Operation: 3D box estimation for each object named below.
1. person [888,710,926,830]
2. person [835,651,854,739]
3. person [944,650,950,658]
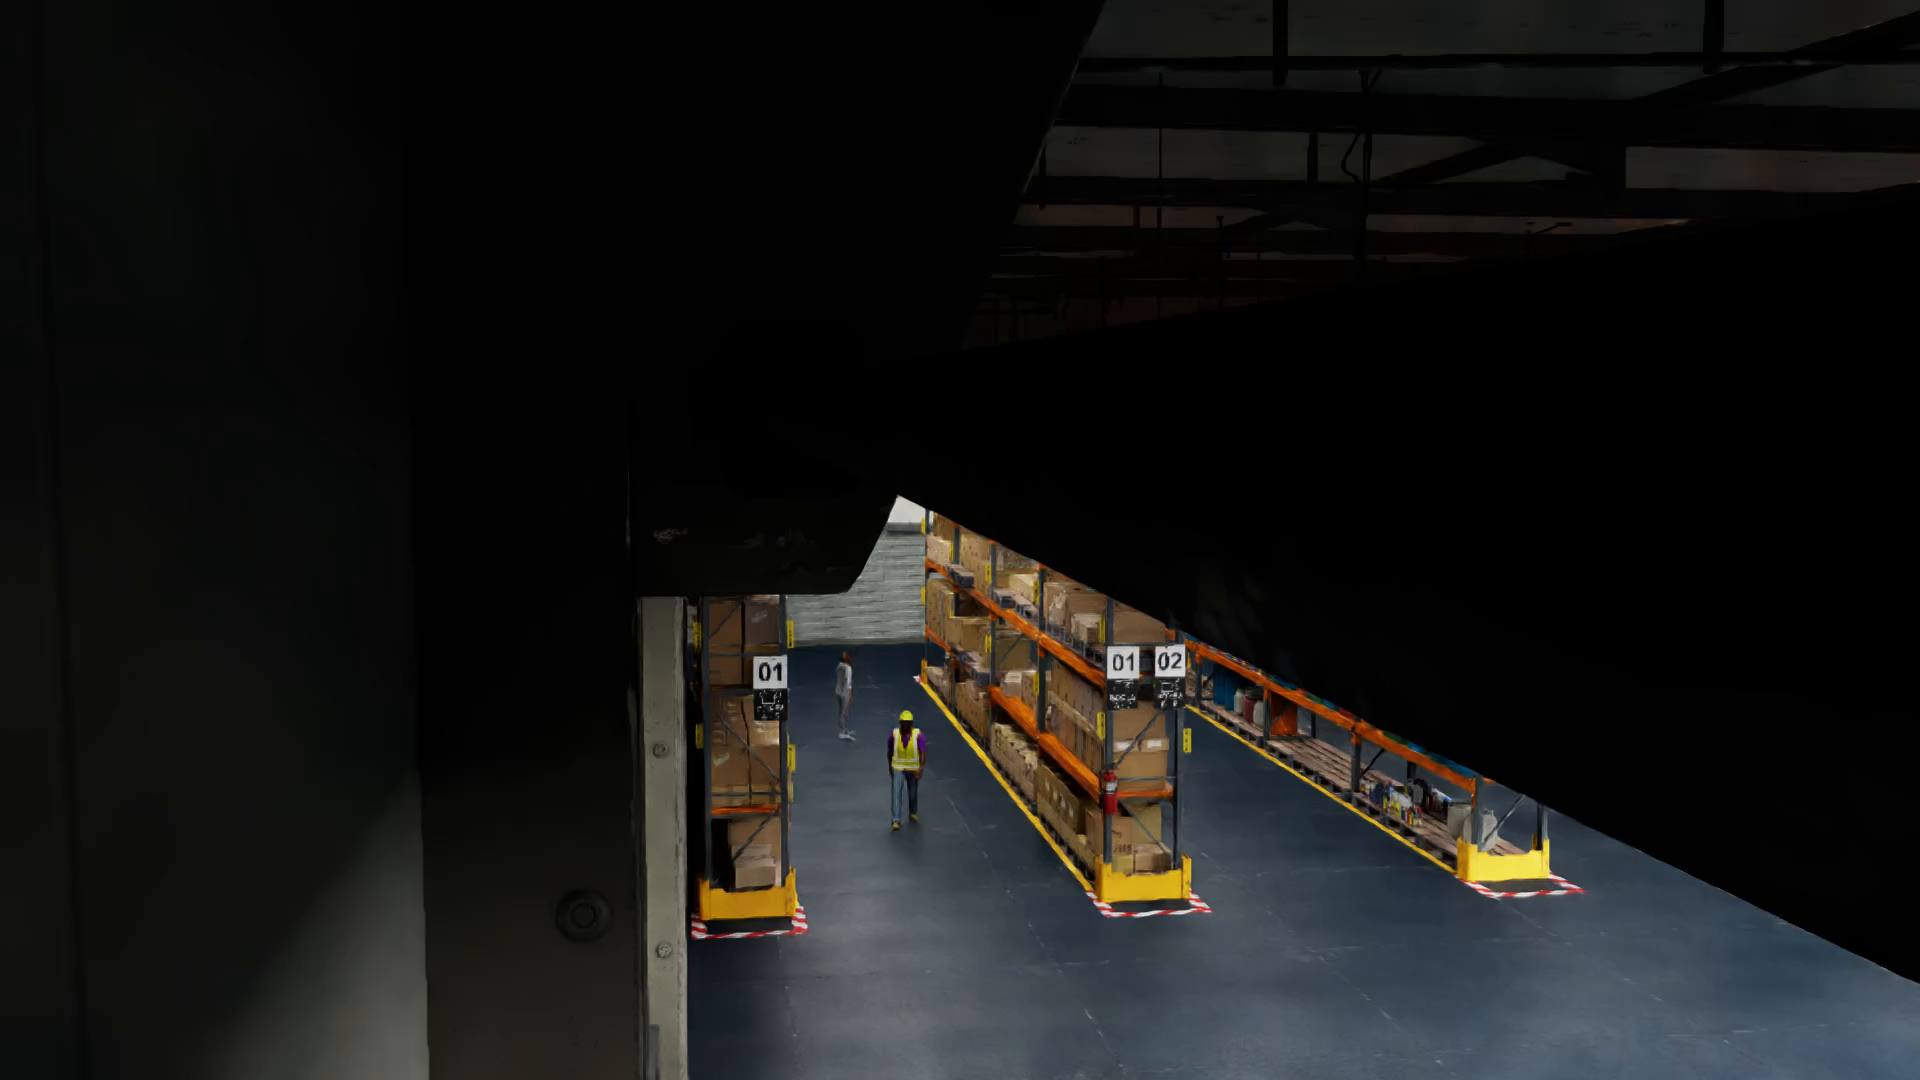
[{"bbox_3d":[-0.776,3.332,24.301,0.570,1.708,1.041,0,5,0],"label":"person"},{"bbox_3d":[-2.088,2.847,30.570,0.420,1.568,0.506,-3,6,-33],"label":"person"},{"bbox_3d":[-0.085,1.945,39.812,0.477,1.784,0.704,3,6,29],"label":"person"}]
